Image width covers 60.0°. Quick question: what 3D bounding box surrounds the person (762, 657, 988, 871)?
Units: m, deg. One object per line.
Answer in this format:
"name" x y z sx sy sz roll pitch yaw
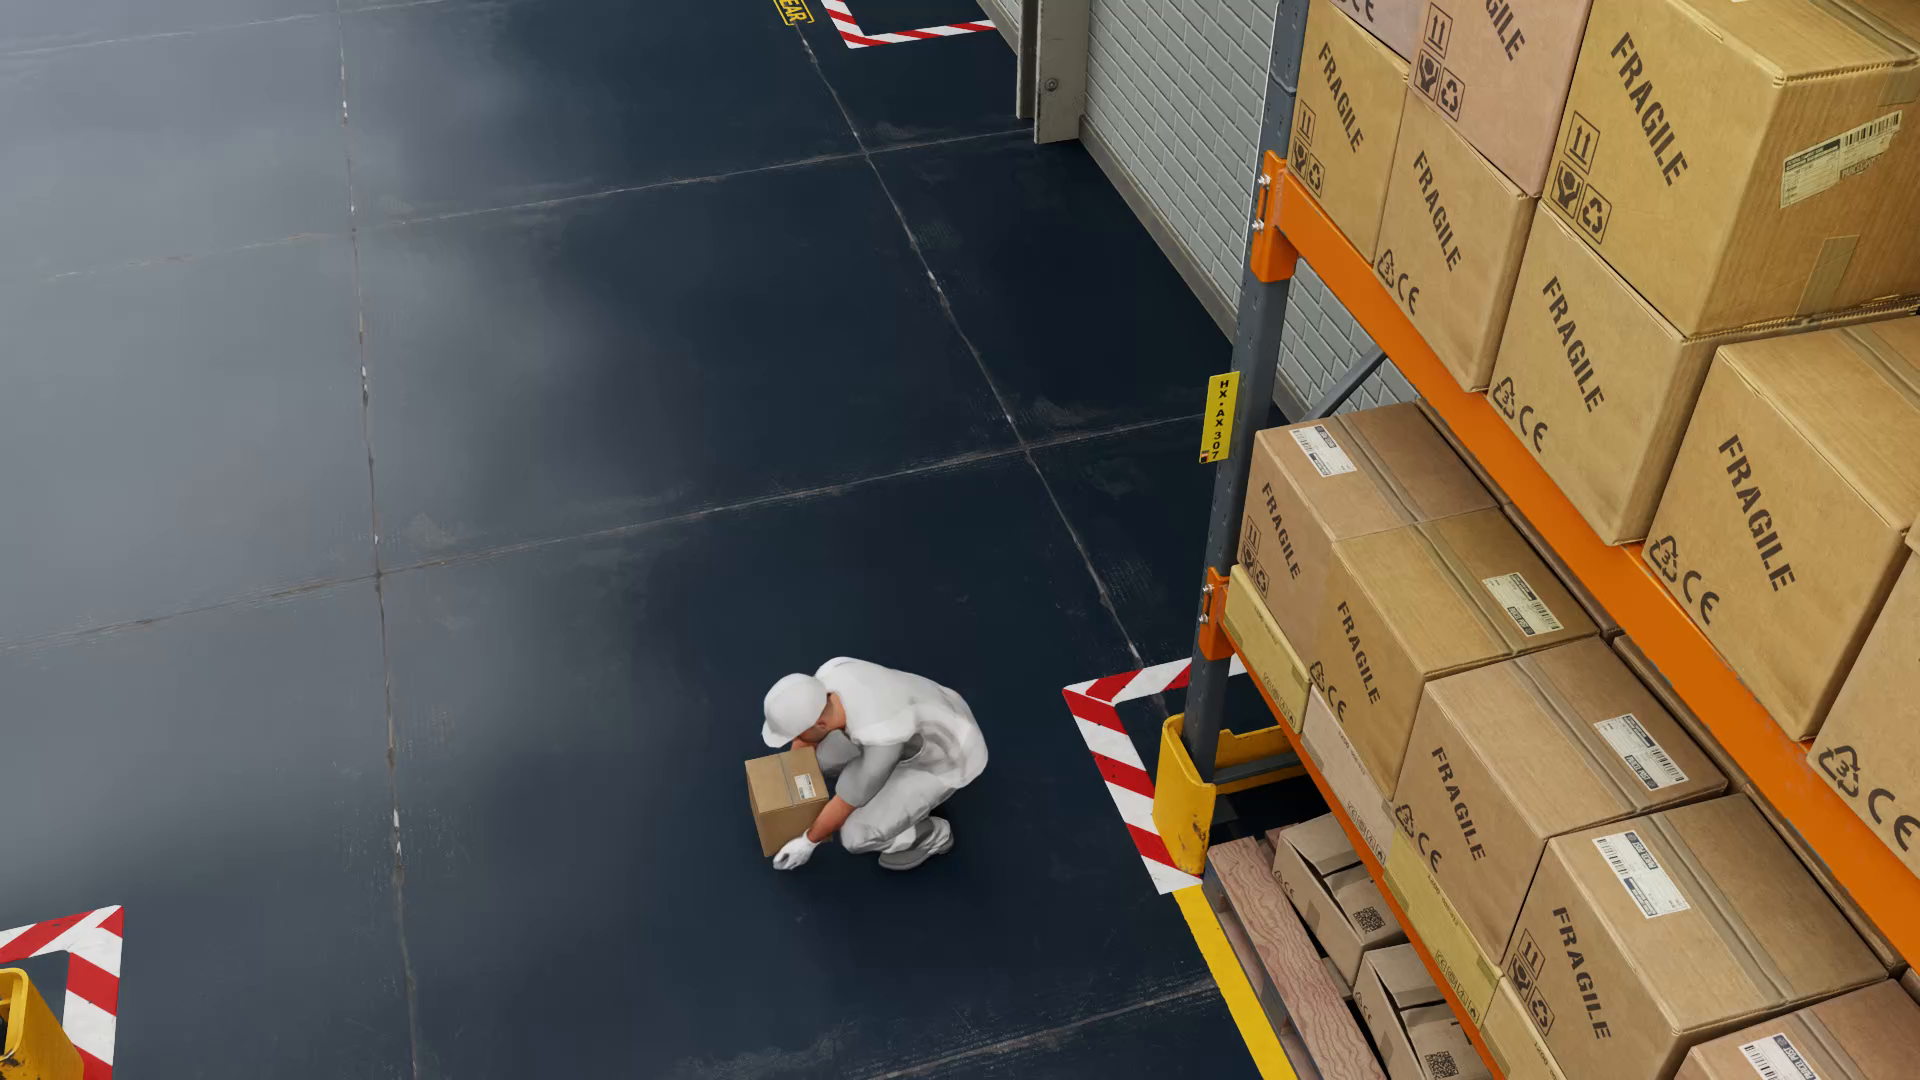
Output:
"person" -0.315 0.752 5.901 0.837 0.999 0.562 -13 44 -14
